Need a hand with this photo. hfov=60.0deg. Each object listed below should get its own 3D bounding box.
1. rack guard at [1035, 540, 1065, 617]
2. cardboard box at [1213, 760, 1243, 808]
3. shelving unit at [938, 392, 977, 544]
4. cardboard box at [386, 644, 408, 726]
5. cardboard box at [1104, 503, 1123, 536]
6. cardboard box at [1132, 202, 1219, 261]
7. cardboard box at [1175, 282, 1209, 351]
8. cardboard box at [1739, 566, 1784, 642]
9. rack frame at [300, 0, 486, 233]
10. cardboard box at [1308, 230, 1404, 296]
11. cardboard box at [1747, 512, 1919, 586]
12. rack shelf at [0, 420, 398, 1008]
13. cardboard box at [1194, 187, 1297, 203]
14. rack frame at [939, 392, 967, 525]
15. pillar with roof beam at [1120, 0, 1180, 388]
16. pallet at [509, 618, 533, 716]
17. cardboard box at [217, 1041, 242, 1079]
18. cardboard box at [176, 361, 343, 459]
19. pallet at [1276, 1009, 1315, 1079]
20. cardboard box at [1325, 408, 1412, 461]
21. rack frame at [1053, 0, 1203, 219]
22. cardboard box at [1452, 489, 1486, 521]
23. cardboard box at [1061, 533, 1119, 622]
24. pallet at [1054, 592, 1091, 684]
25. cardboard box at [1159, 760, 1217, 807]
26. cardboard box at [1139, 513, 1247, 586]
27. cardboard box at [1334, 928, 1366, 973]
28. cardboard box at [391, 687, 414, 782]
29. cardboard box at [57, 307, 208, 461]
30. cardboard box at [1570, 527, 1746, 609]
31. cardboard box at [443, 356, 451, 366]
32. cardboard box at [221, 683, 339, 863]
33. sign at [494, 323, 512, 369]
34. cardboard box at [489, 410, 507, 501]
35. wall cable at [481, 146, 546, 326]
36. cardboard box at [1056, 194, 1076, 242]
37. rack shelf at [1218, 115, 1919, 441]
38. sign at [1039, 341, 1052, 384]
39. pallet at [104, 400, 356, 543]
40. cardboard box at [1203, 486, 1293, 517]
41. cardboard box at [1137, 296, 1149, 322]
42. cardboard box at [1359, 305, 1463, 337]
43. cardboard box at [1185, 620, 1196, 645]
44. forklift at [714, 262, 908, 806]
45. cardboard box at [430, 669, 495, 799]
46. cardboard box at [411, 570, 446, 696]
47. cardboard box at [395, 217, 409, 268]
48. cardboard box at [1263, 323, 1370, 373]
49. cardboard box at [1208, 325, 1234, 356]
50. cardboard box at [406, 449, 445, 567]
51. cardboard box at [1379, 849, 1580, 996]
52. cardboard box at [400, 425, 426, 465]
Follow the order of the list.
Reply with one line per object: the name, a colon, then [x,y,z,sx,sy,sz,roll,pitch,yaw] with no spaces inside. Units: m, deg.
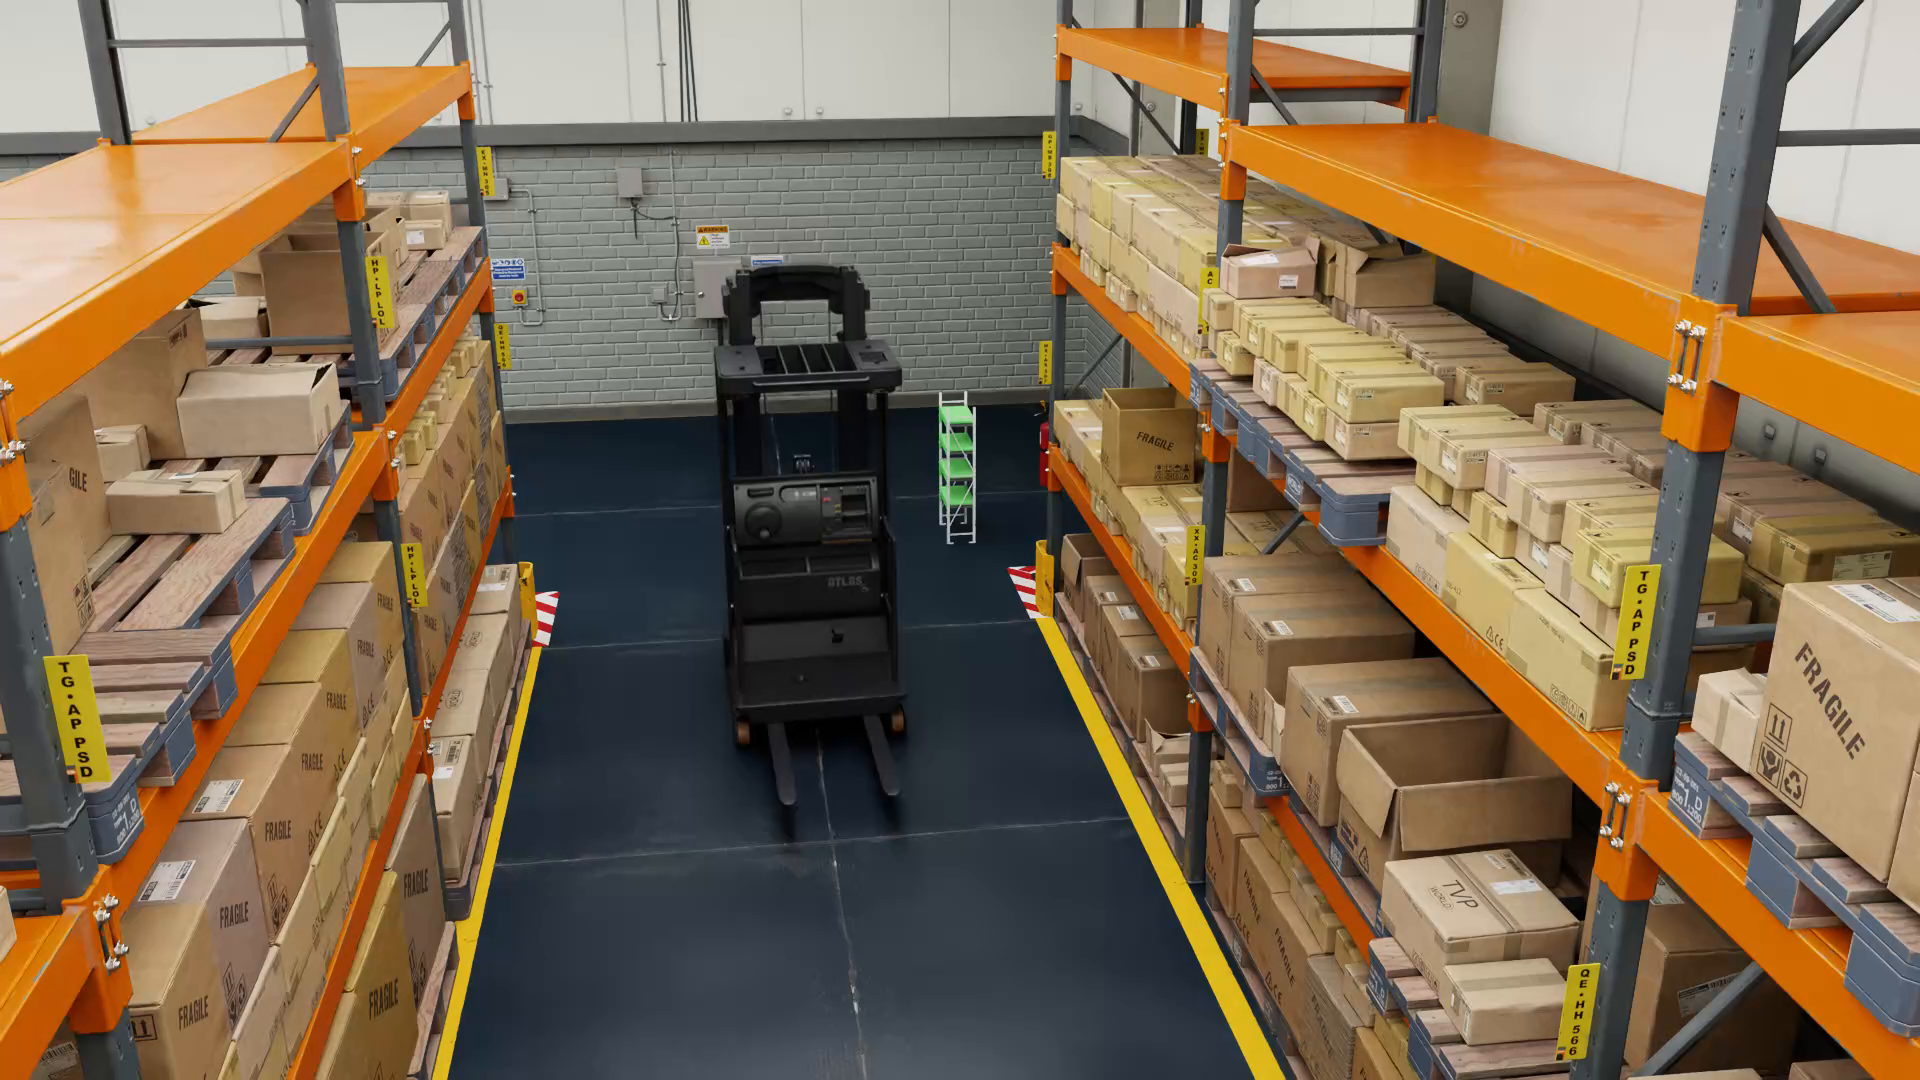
rack guard: [1.181,0.268,12.859,1.175,0.500,0.348,-3,21,-8]
cardboard box: [1.536,1.263,8.666,0.380,0.149,0.250,-2,21,-5]
shelving unit: [-0.024,-0.619,14.234,0.258,1.200,0.503,-3,21,-8]
cardboard box: [-2.860,0.683,7.674,0.500,0.250,0.500,-3,21,-8]
cardboard box: [1.141,-0.146,10.752,0.380,0.149,0.250,-2,21,-7]
cardboard box: [1.290,-1.767,9.522,0.500,0.250,0.500,-3,21,-7]
cardboard box: [1.430,-1.173,8.647,0.500,0.250,0.500,-3,21,-8]
cardboard box: [2.507,0.180,4.879,0.380,0.149,0.250,-3,21,-7]
rack frame: [-3.741,-3.488,10.769,1.000,3.000,0.127,-3,21,-8]
cardboard box: [1.859,-1.307,7.814,0.396,0.266,0.258,-3,21,-9]
cardboard box: [2.544,0.038,4.835,0.380,0.149,0.250,-4,21,-10]
rack shelf: [-2.876,0.331,5.858,1.077,0.370,4.000,-3,21,-8]
cardboard box: [1.715,-1.966,10.054,0.500,0.250,0.500,-3,21,-8]
rack frame: [-0.059,-0.704,14.460,0.240,1.200,0.015,-3,21,-8]
pillar with roof beam: [-2.586,-4.502,13.483,9.100,9.000,0.400,-3,21,-8]
pallet: [-3.548,0.901,11.576,1.003,0.211,1.213,-3,21,-8]
cardboard box: [-2.416,1.740,4.845,0.500,0.250,0.500,-3,21,-8]
cardboard box: [-2.829,-0.559,6.739,0.500,0.311,0.500,-3,21,-8]
pallet: [2.081,2.465,7.390,1.003,0.211,1.213,-3,21,-8]
cardboard box: [1.644,-0.421,6.460,0.380,0.149,0.250,-2,21,-7]
rack frame: [1.171,-3.740,11.443,1.000,3.000,0.127,-3,21,-8]
cardboard box: [1.938,-0.148,5.757,0.380,0.149,0.250,-3,21,-7]
cardboard box: [1.165,0.260,12.276,0.797,0.503,0.637,-4,21,-10]
pallet: [1.297,0.679,12.171,1.003,0.211,1.213,-3,21,-8]
cardboard box: [1.376,1.416,9.687,0.380,0.149,0.250,-4,21,-9]
cardboard box: [1.345,0.049,9.660,0.500,0.250,0.500,-3,21,-8]
cardboard box: [1.854,1.804,7.218,0.380,0.149,0.250,-3,21,-8]
cardboard box: [-2.850,0.920,7.755,0.500,0.250,0.500,-3,21,-9]
cardboard box: [-3.324,-0.622,6.639,0.500,0.500,0.500,-3,21,-9]
cardboard box: [1.981,0.075,4.735,0.380,0.149,0.250,-2,21,-6]
cardboard box: [-3.347,-1.028,10.256,0.380,0.149,0.250,-3,21,-8]
cardboard box: [-2.626,0.867,6.109,0.500,0.500,0.500,-3,21,-7]
sign: [-3.202,-1.354,11.635,0.100,0.325,0.005,-3,21,-8]
cardboard box: [-3.409,-0.571,11.390,0.500,0.500,0.500,-3,21,-7]
wall cable: [-4.577,-3.120,16.859,0.585,1.953,0.123,-3,21,-8]
cardboard box: [0.964,-2.237,11.494,0.500,0.250,0.500,-3,21,-8]
rack shelf: [2.035,-1.138,6.077,1.077,0.370,4.000,-3,21,-8]
sign: [0.634,-1.308,12.268,0.100,0.325,0.005,-3,21,-8]
pallet: [-2.983,-0.294,6.776,0.805,0.209,1.217,-4,21,-10]
cardboard box: [1.791,-0.151,10.197,0.500,0.250,0.500,-2,21,-7]
cardboard box: [1.258,-1.386,9.787,0.380,0.149,0.250,-3,21,-7]
cardboard box: [2.010,-0.943,7.432,0.380,0.149,0.250,-3,21,-9]
cardboard box: [1.451,0.475,9.090,0.380,0.149,0.250,-3,21,-7]
forklift: [-0.956,-0.182,10.588,1.130,2.935,3.031,-4,21,-10]
cardboard box: [-3.278,1.178,9.912,0.875,0.438,0.875,-4,21,-9]
cardboard box: [-2.973,0.484,8.564,0.500,0.500,0.500,-2,21,-6]
cardboard box: [-3.574,-1.764,9.824,0.500,0.311,0.500,-3,21,-7]
cardboard box: [1.523,-0.823,7.111,0.380,0.149,0.250,-3,21,-9]
cardboard box: [1.397,-0.952,7.882,0.380,0.149,0.250,-3,21,-7]
cardboard box: [-3.060,-0.161,8.861,0.500,0.500,0.500,-3,21,-8]
cardboard box: [1.851,1.365,5.964,0.500,0.250,0.500,-4,21,-10]
cardboard box: [-3.059,-0.498,8.838,0.380,0.149,0.250,-3,21,-8]
